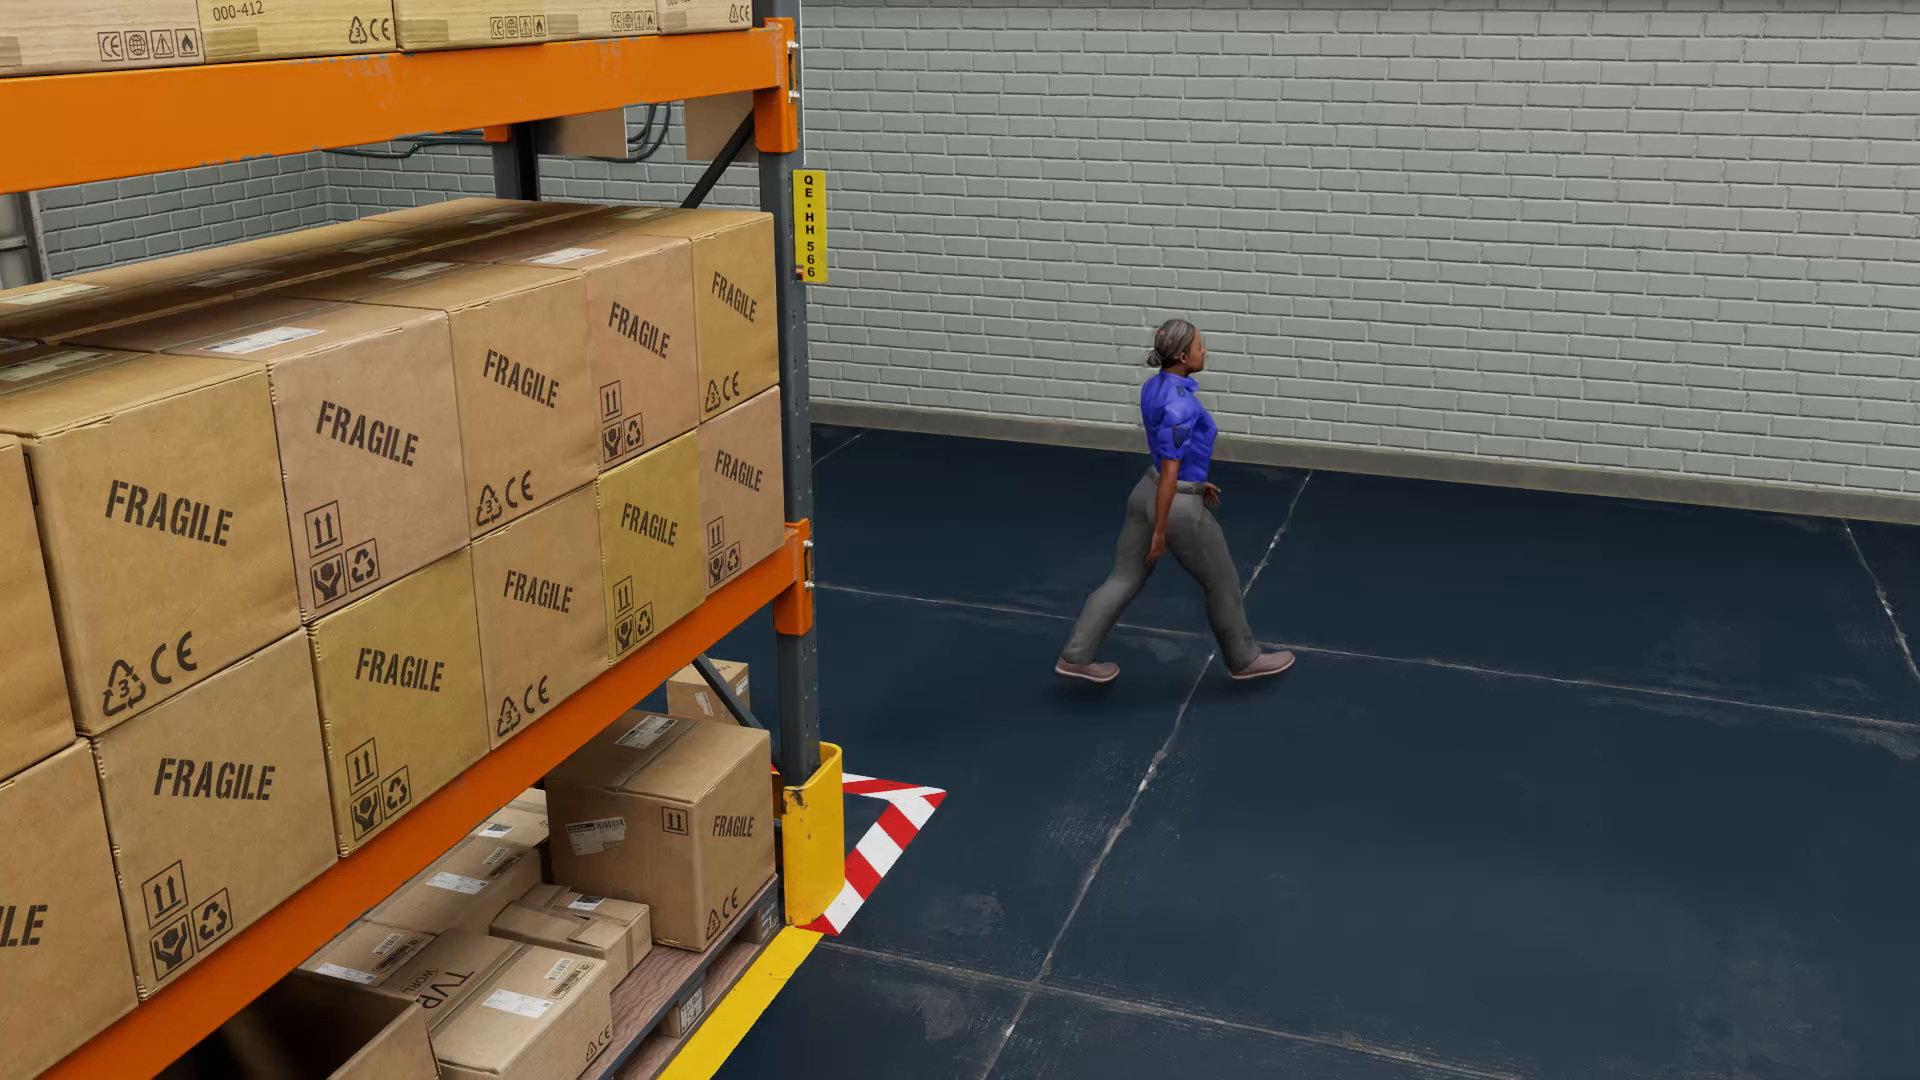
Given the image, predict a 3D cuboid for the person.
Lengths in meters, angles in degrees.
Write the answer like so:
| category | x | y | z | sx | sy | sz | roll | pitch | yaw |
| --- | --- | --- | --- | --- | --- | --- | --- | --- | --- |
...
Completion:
| category | x | y | z | sx | sy | sz | roll | pitch | yaw |
| --- | --- | --- | --- | --- | --- | --- | --- | --- | --- |
| person | 0.923 | -0.150 | 6.999 | 1.043 | 1.594 | 0.458 | -6 | 20 | -18 |
